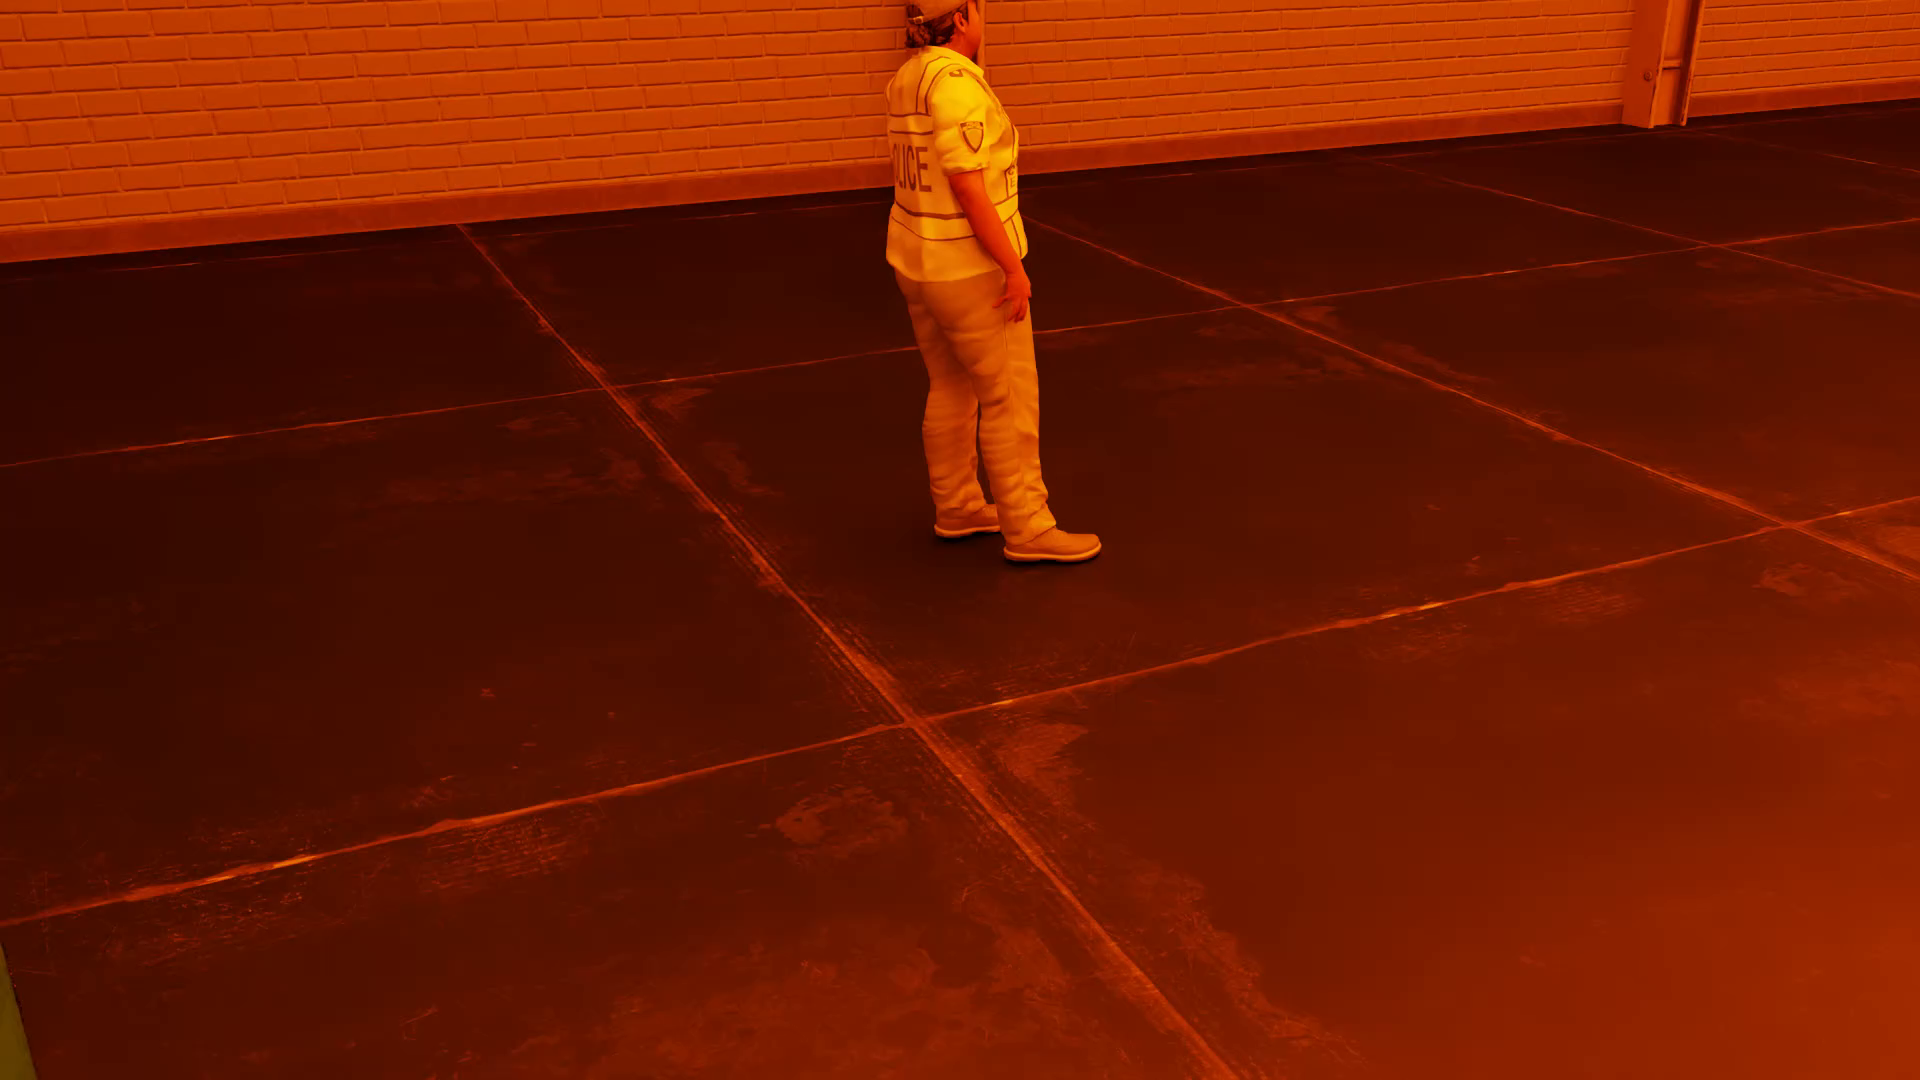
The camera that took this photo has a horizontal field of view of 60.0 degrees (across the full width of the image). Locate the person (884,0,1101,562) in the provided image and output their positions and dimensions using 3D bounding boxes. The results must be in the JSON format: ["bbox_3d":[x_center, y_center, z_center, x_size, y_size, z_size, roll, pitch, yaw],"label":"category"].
[{"bbox_3d":[0.079,-0.780,4.795,0.529,1.670,0.598,-10,25,-23],"label":"person"}]
